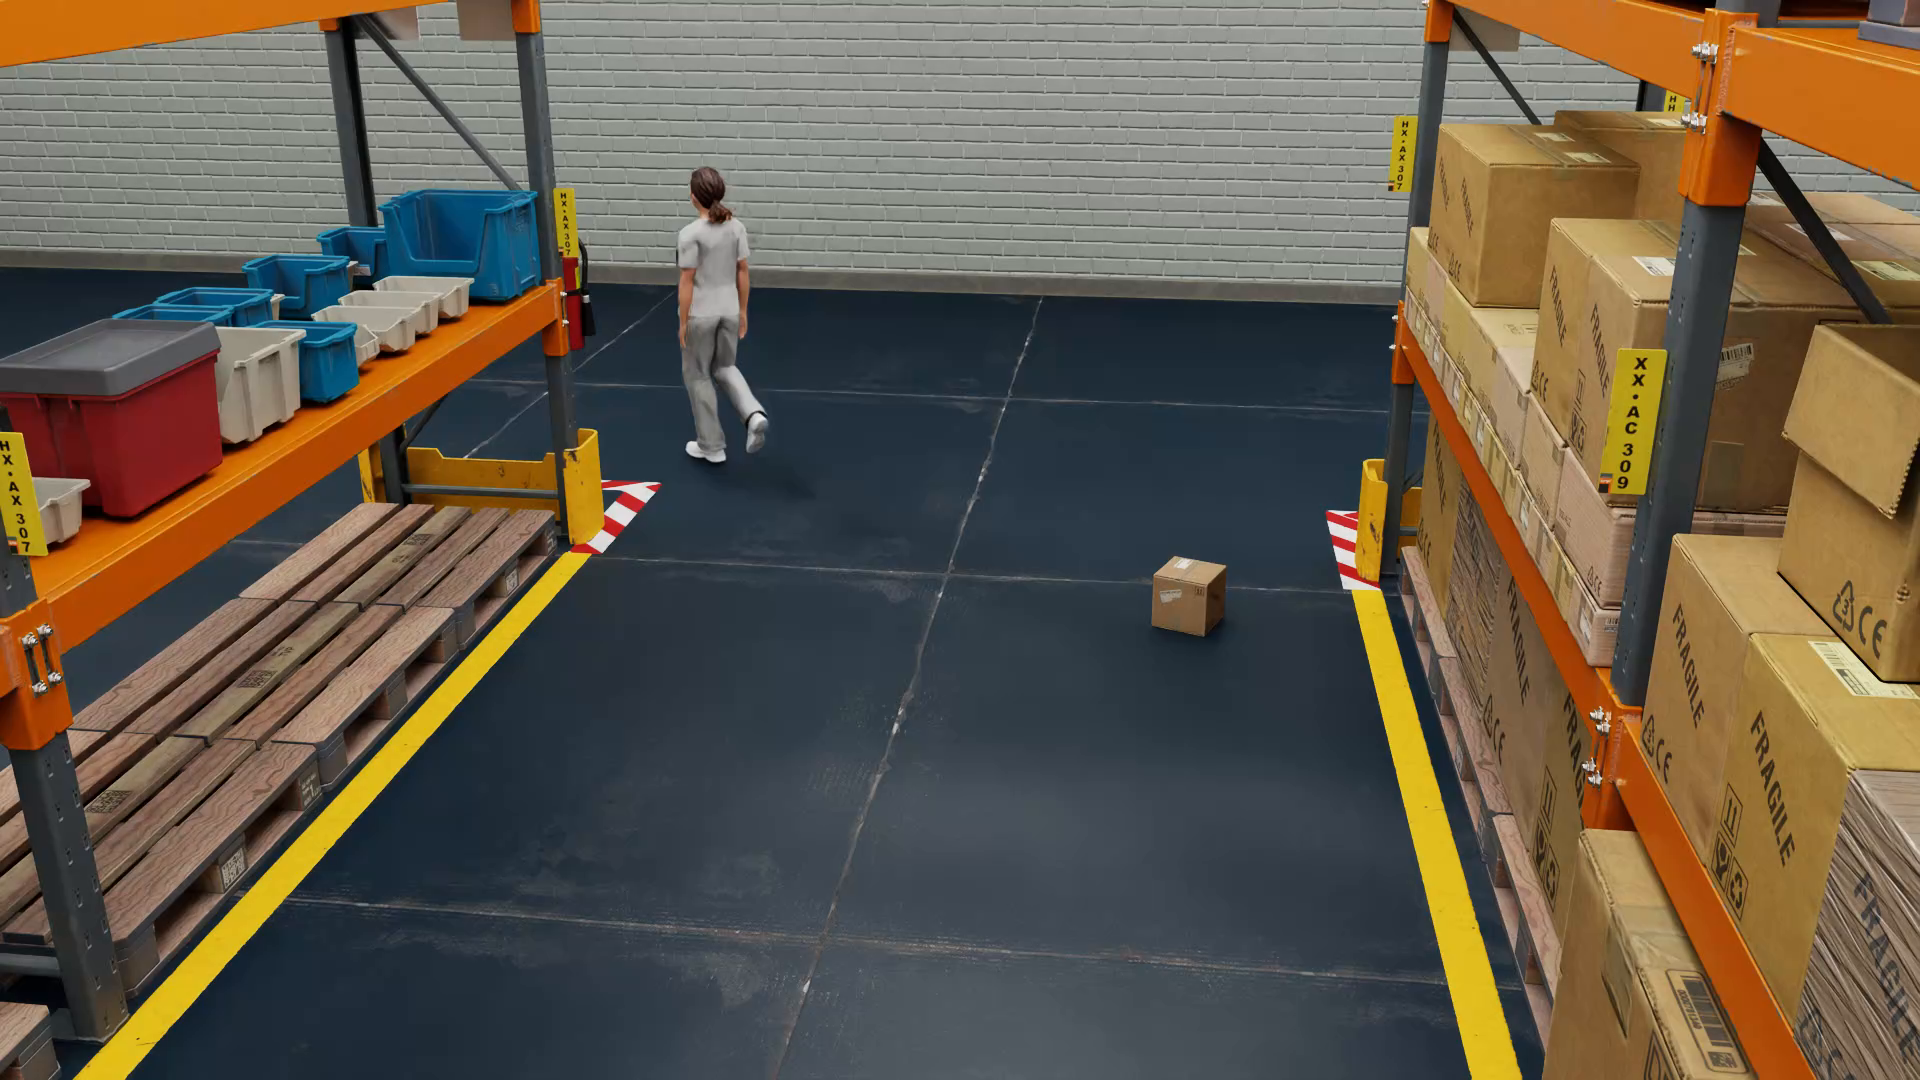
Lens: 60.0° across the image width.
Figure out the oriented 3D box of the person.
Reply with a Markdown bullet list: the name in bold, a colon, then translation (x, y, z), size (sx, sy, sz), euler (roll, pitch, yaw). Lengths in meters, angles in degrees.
- **person**: translation (-1.339, -1.218, 9.166), size (0.443, 1.657, 0.597), euler (-17, 27, -38)
